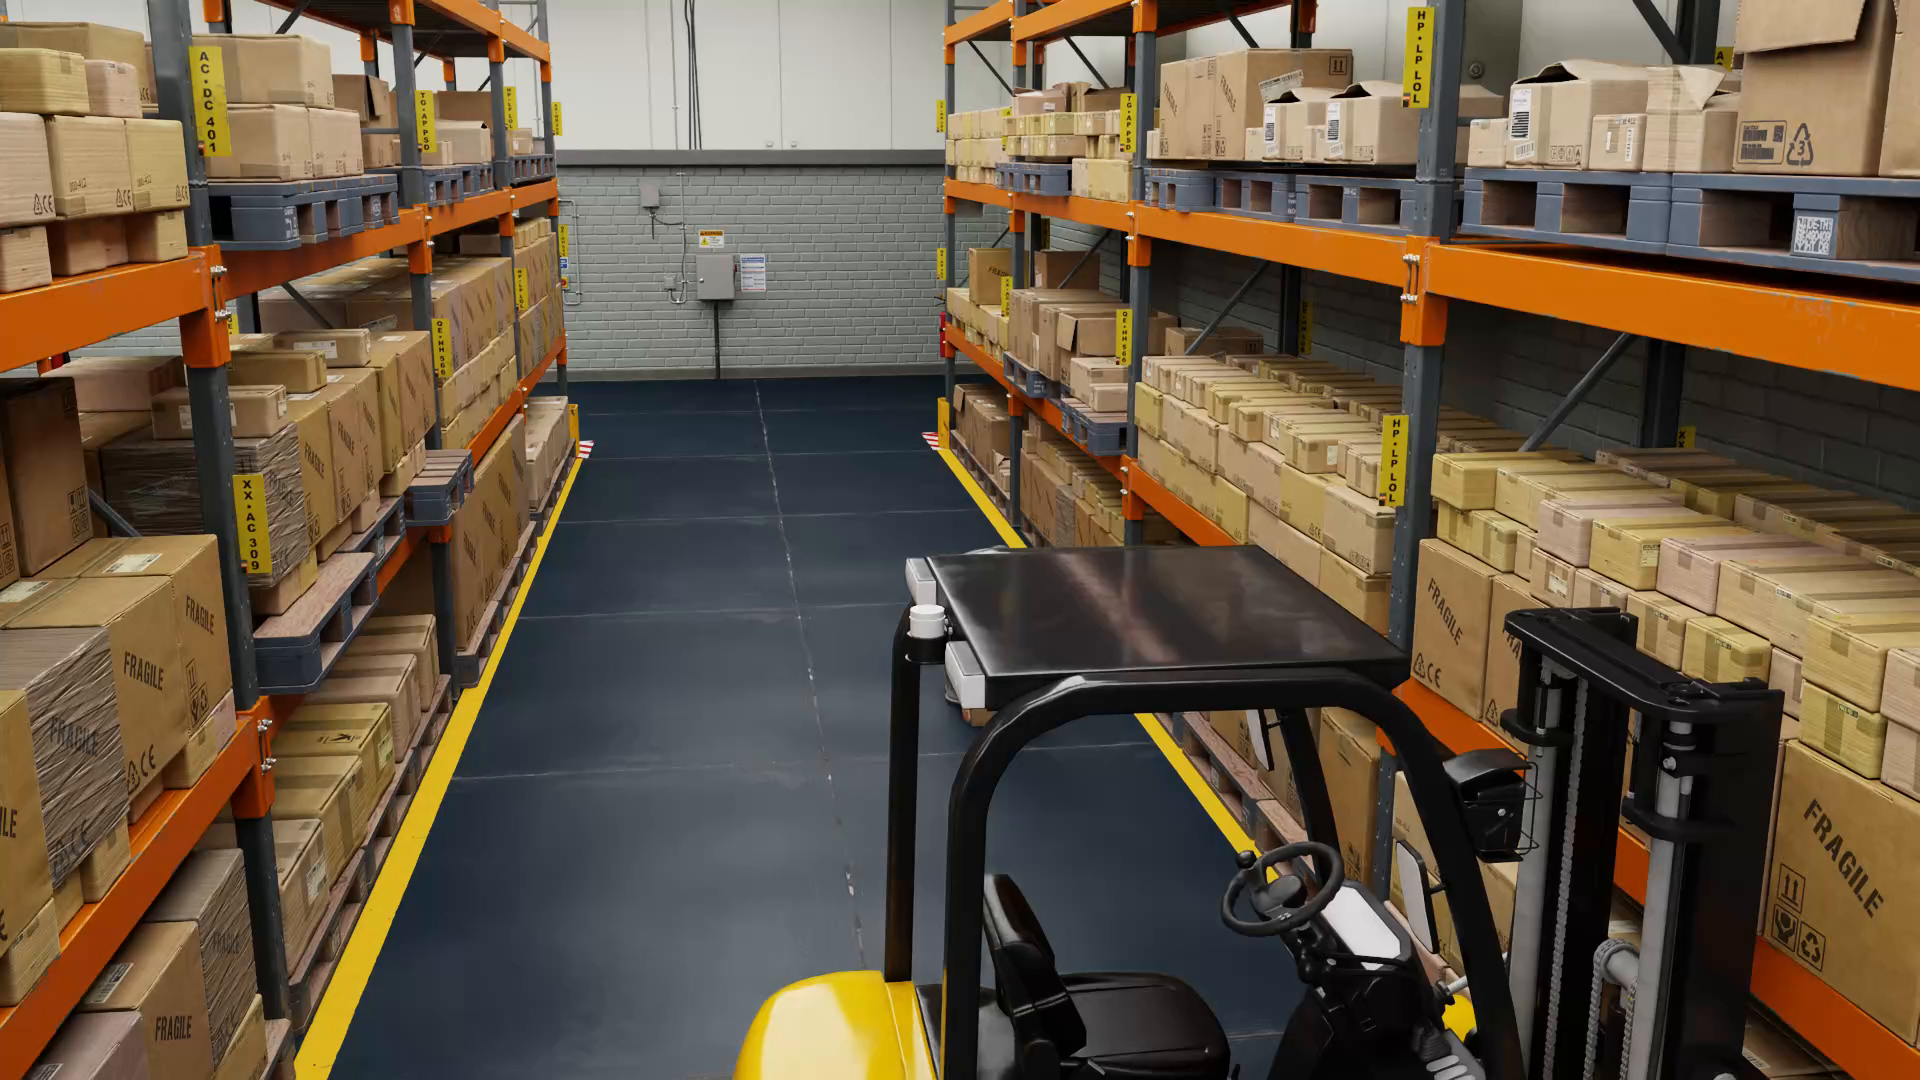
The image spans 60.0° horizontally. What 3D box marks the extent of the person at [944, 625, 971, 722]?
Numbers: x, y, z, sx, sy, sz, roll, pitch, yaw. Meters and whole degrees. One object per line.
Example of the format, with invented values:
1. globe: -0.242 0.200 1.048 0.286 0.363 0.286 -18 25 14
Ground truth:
1. person: 0.132 0.577 9.548 0.503 0.775 0.939 -3 14 -12
